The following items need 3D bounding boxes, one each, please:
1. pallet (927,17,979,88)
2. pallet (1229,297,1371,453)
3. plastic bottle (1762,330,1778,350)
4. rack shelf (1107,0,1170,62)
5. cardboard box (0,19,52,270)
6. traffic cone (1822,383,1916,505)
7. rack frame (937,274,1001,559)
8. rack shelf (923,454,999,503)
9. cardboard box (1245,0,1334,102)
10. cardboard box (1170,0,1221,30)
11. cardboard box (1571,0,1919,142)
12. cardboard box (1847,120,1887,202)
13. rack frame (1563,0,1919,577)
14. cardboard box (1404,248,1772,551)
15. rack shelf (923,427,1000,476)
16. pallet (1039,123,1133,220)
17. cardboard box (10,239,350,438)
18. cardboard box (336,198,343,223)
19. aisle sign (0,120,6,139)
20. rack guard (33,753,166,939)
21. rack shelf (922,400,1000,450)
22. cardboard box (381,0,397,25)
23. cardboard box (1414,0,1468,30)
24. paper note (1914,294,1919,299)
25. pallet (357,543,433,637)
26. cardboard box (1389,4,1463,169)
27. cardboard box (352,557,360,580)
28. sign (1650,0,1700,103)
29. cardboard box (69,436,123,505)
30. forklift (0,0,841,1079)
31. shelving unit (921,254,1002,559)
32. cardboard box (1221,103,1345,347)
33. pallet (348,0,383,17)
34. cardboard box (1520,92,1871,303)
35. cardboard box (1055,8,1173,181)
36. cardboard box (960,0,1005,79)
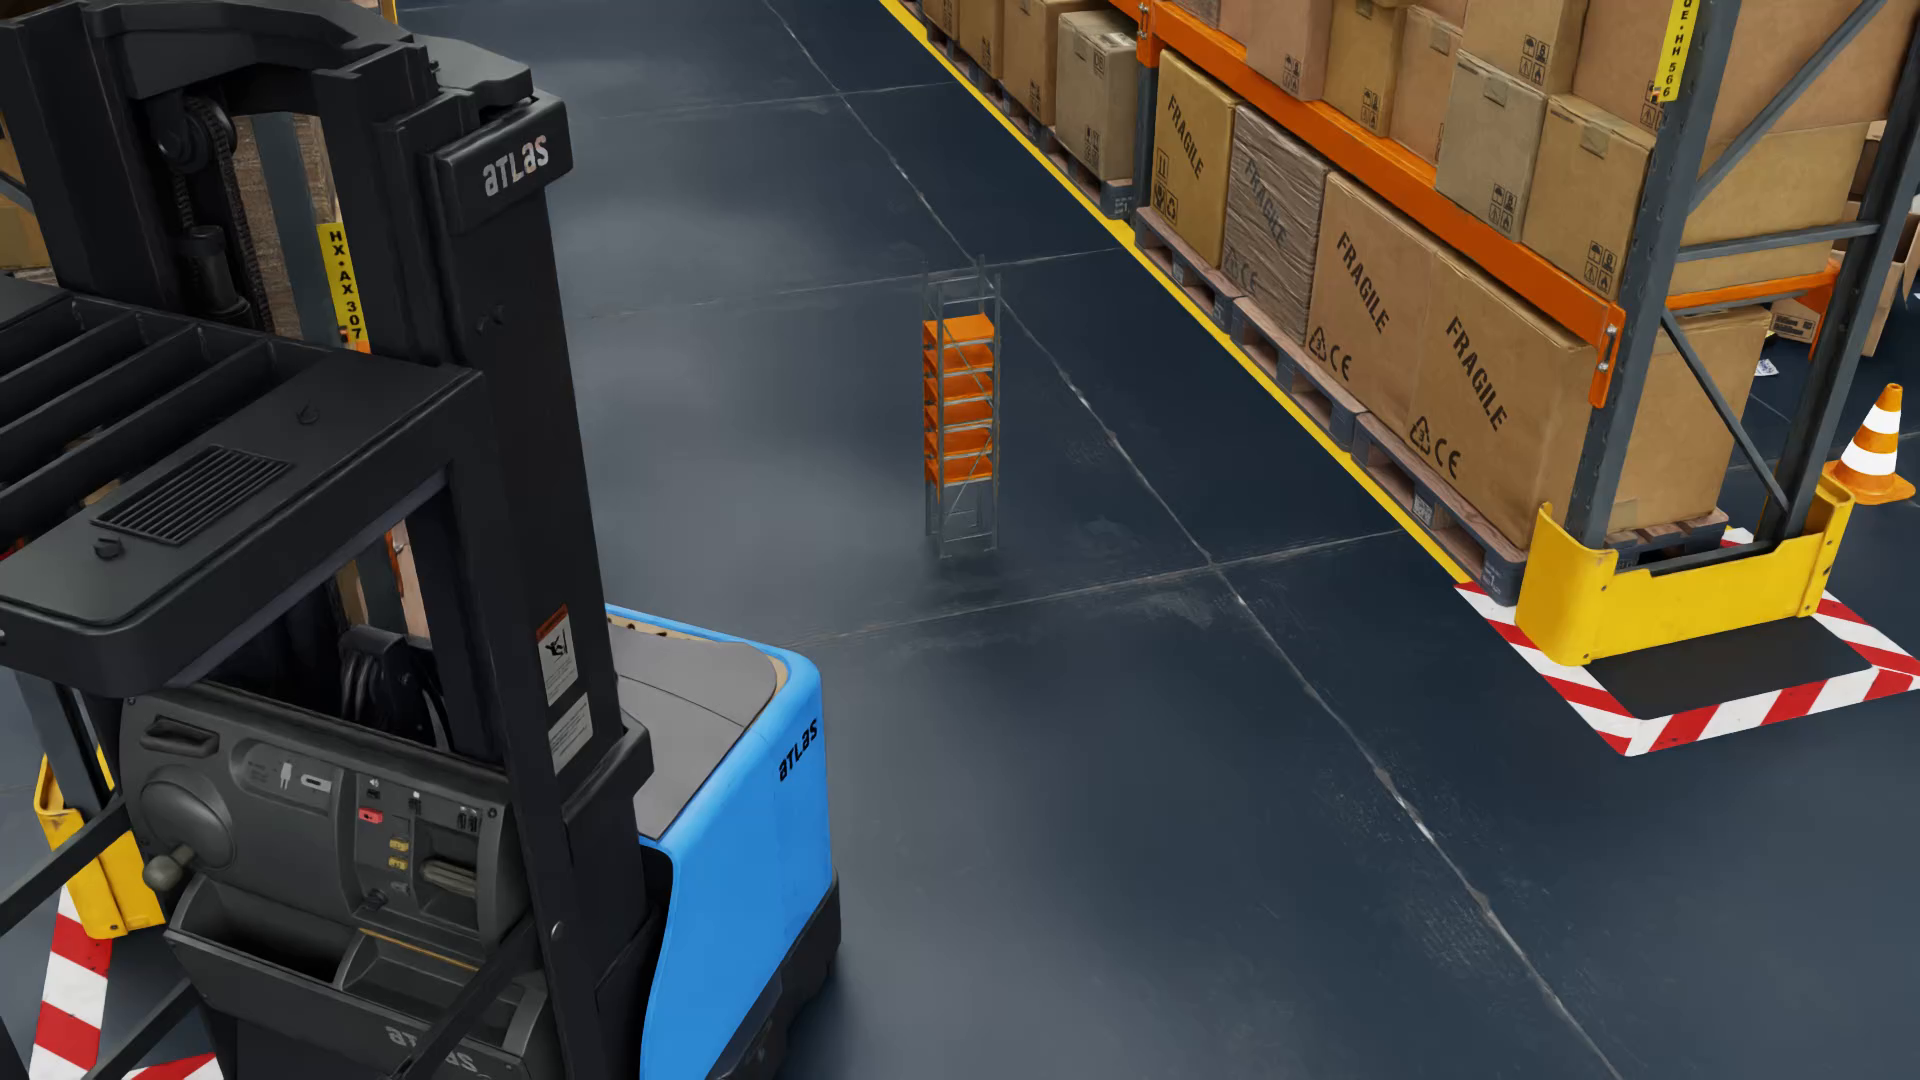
[{"bbox_3d":[0.406,-3.593,11.995,1.003,0.211,1.213,-10,35,-15],"label":"pallet"},{"bbox_3d":[1.991,-0.865,7.868,1.003,0.211,1.213,-10,35,-15],"label":"pallet"},{"bbox_3d":[3.891,-1.032,8.257,0.133,0.061,0.283,-23,40,-31],"label":"plastic bottle"},{"bbox_3d":[0.847,-3.832,10.481,1.077,0.370,4.000,-10,35,-15],"label":"rack shelf"},{"bbox_3d":[-2.480,-1.031,4.323,0.500,0.500,0.500,-10,35,-15],"label":"cardboard box"},{"bbox_3d":[3.868,-0.442,6.998,0.336,0.463,0.334,-10,35,-15],"label":"traffic cone"},{"bbox_3d":[0.032,-0.445,6.335,0.240,1.200,0.006,-10,35,-15],"label":"rack frame"},{"bbox_3d":[0.004,-0.256,6.565,0.258,0.103,0.180,-10,35,-15],"label":"rack shelf"},{"bbox_3d":[1.823,-2.365,7.472,0.875,0.550,0.550,-10,35,-15],"label":"cardboard box"},{"bbox_3d":[1.581,-2.953,8.362,0.875,0.550,0.550,-10,35,-15],"label":"cardboard box"},{"bbox_3d":[2.601,-1.697,5.481,0.875,0.550,0.550,-10,35,-15],"label":"cardboard box"},{"bbox_3d":[5.172,-2.135,9.525,0.500,0.500,0.500,13,36,18],"label":"cardboard box"},{"bbox_3d":[2.678,-0.982,5.516,1.000,3.000,0.127,-10,35,-15],"label":"rack frame"},{"bbox_3d":[2.408,-0.616,6.508,0.875,0.875,0.875,-10,35,-14],"label":"cardboard box"},{"bbox_3d":[0.004,-0.356,6.498,0.258,0.103,0.180,-10,35,-15],"label":"rack shelf"},{"bbox_3d":[1.150,-2.311,10.057,1.003,0.211,1.213,-10,35,-15],"label":"pallet"},{"bbox_3d":[-2.218,-0.660,4.668,0.875,0.500,0.500,-10,35,-15],"label":"cardboard box"},{"bbox_3d":[-2.302,-1.090,5.907,0.380,0.149,0.250,-10,35,-15],"label":"cardboard box"},{"bbox_3d":[-2.344,-1.203,3.491,0.394,0.787,0.004,-10,35,-15],"label":"aisle sign"},{"bbox_3d":[-2.100,0.802,5.083,1.175,0.500,0.348,-10,35,-15],"label":"rack guard"},{"bbox_3d":[0.004,-0.456,6.432,0.258,0.103,0.180,-10,35,-15],"label":"rack shelf"},{"bbox_3d":[-4.708,-4.056,11.714,1.225,0.875,0.875,-12,35,-17],"label":"cardboard box"},{"bbox_3d":[2.304,-2.287,6.374,0.875,0.550,0.550,-10,35,-15],"label":"cardboard box"},{"bbox_3d":[5.061,-1.257,8.635,0.148,0.019,0.142,1,33,2],"label":"paper note"},{"bbox_3d":[-2.314,0.490,5.817,1.003,0.211,1.213,-10,35,-15],"label":"pallet"},{"bbox_3d":[2.282,-1.832,6.666,0.875,0.550,0.550,-10,35,-15],"label":"cardboard box"},{"bbox_3d":[-2.466,0.028,5.874,0.500,0.500,0.500,-1,33,-2],"label":"cardboard box"},{"bbox_3d":[2.157,-1.480,5.004,0.100,0.325,0.005,-10,35,-15],"label":"sign"},{"bbox_3d":[-2.360,-0.211,4.577,0.380,0.149,0.250,-10,35,-15],"label":"cardboard box"},{"bbox_3d":[-1.373,0.630,3.138,1.130,2.935,3.031,13,36,18],"label":"forklift"},{"bbox_3d":[0.004,-0.493,6.408,0.258,1.200,0.189,-10,35,-15],"label":"shelving unit"},{"bbox_3d":[1.861,-1.557,7.931,0.875,0.875,0.875,-10,35,-14],"label":"cardboard box"},{"bbox_3d":[-3.391,-2.647,8.209,1.003,0.211,1.213,-10,35,-15],"label":"pallet"},{"bbox_3d":[2.521,-1.232,5.758,0.875,0.550,0.550,-10,35,-15],"label":"cardboard box"},{"bbox_3d":[1.183,-2.630,9.669,1.050,0.750,0.750,-10,35,-15],"label":"cardboard box"},{"bbox_3d":[0.607,-3.626,11.176,1.050,0.750,0.750,-9,35,-14],"label":"cardboard box"}]
